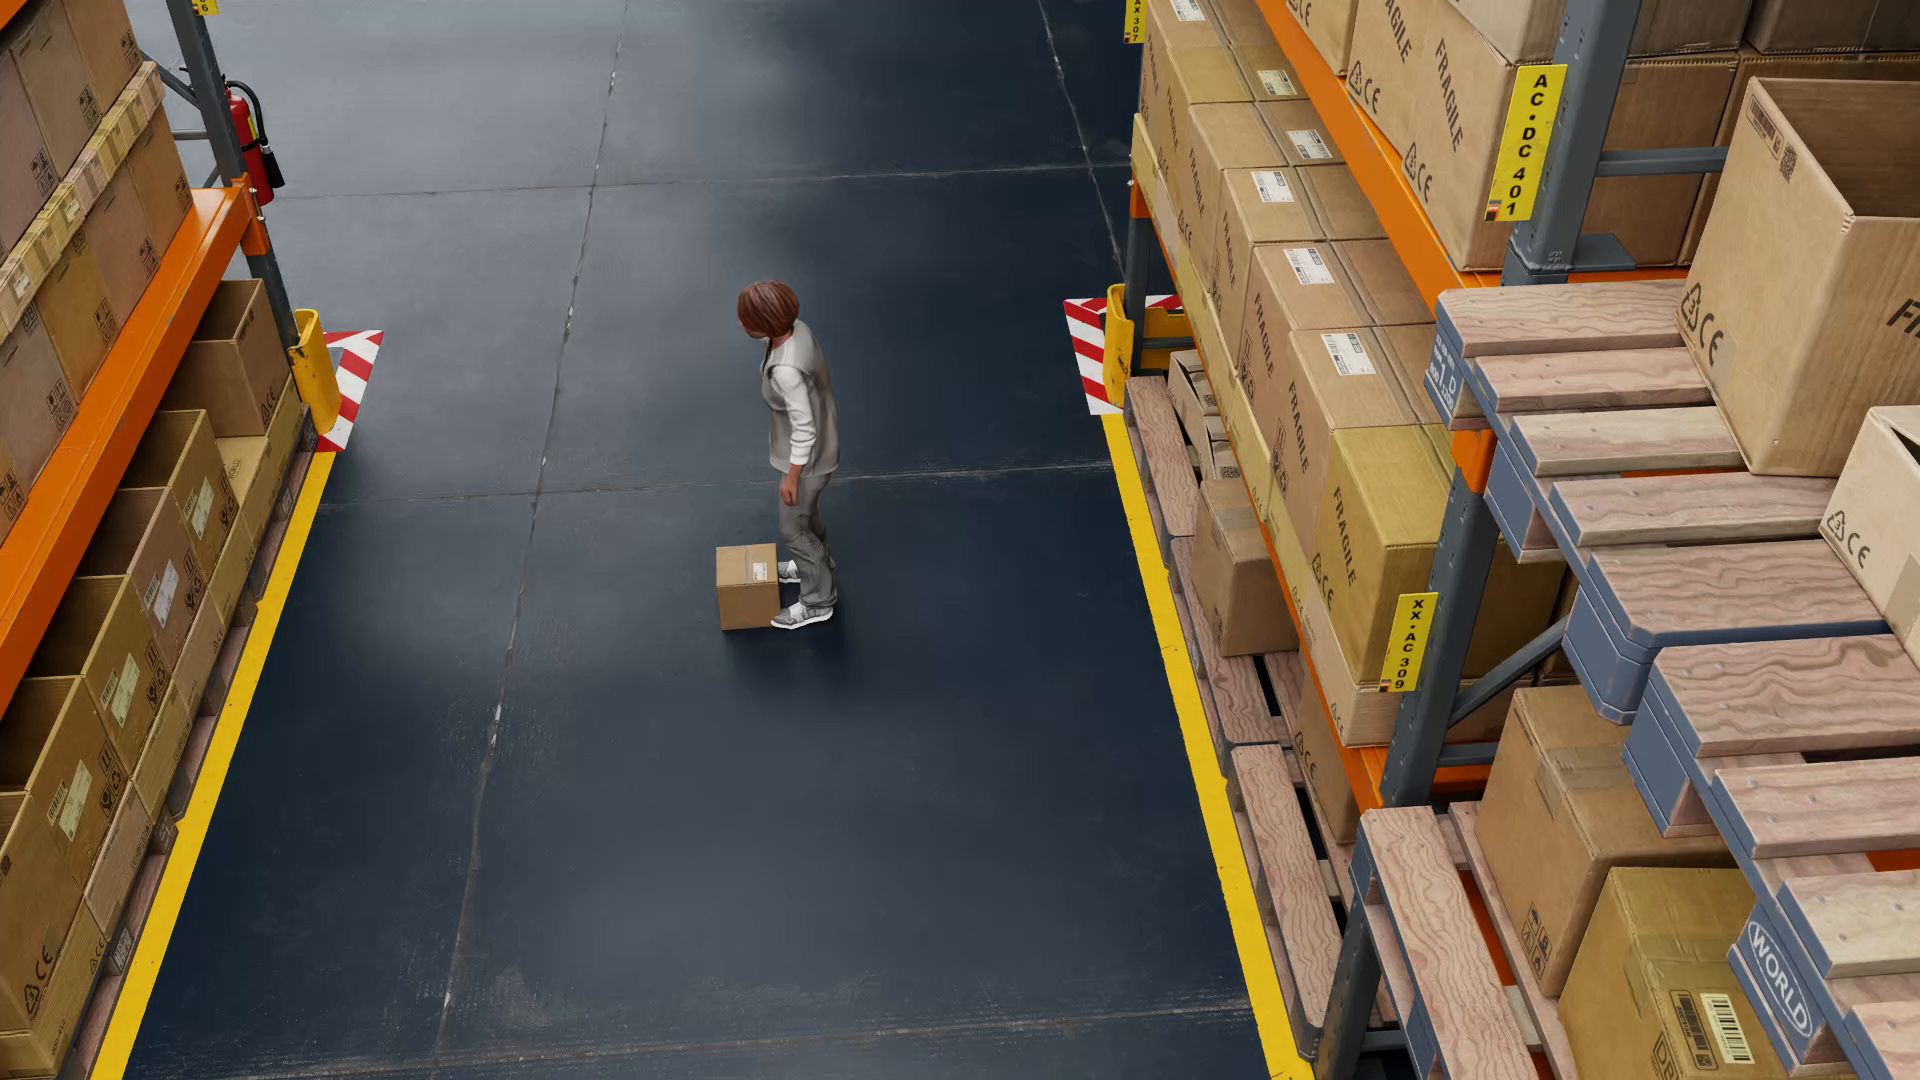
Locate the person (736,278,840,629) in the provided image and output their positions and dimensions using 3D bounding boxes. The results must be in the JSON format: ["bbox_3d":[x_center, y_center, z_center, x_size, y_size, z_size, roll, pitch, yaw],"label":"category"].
[{"bbox_3d":[-0.648,-0.341,6.576,0.349,1.592,0.467,-4,40,-4],"label":"person"}]
